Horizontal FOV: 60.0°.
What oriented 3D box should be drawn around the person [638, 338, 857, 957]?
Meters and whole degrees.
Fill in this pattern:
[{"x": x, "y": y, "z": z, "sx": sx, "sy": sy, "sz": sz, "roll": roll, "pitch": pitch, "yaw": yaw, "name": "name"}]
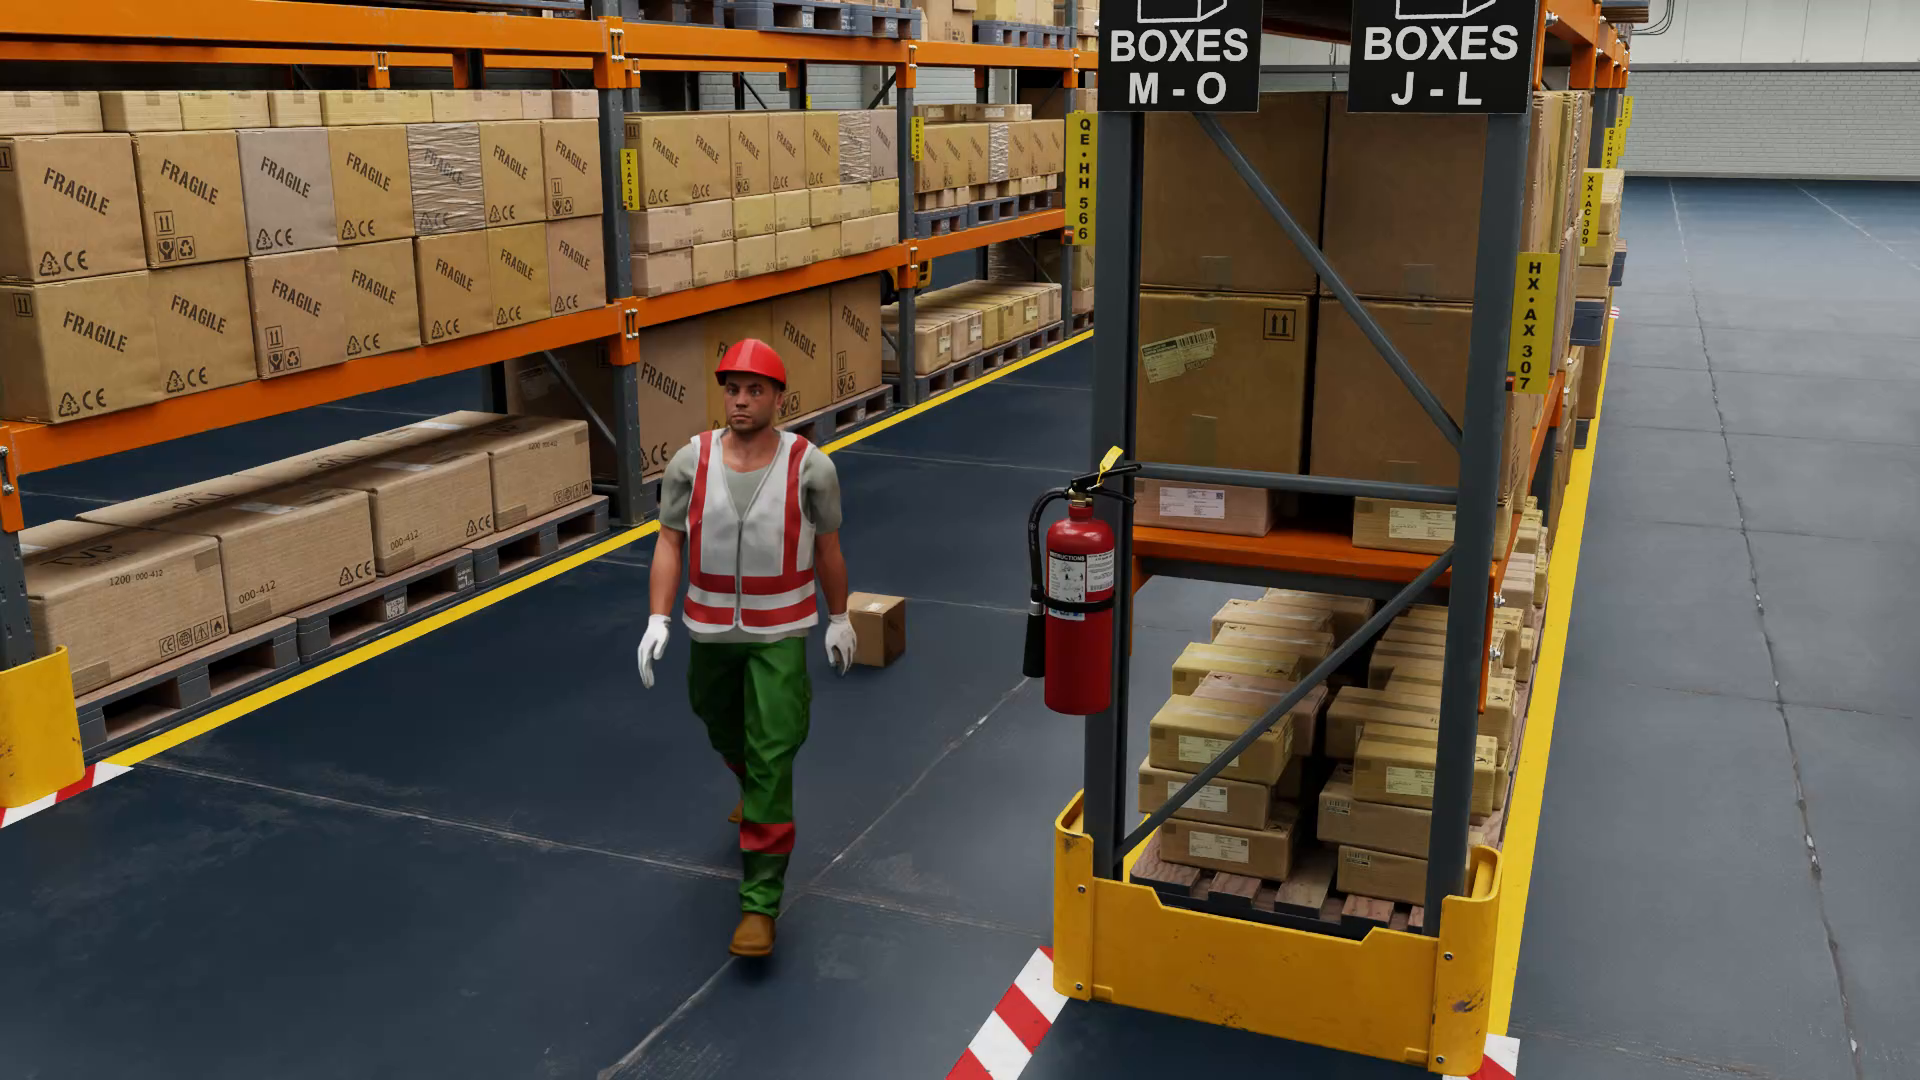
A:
[{"x": -0.639, "y": 0.269, "z": 5.014, "sx": 0.594, "sy": 1.743, "sz": 1.085, "roll": 2, "pitch": 15, "yaw": 7, "name": "person"}]
